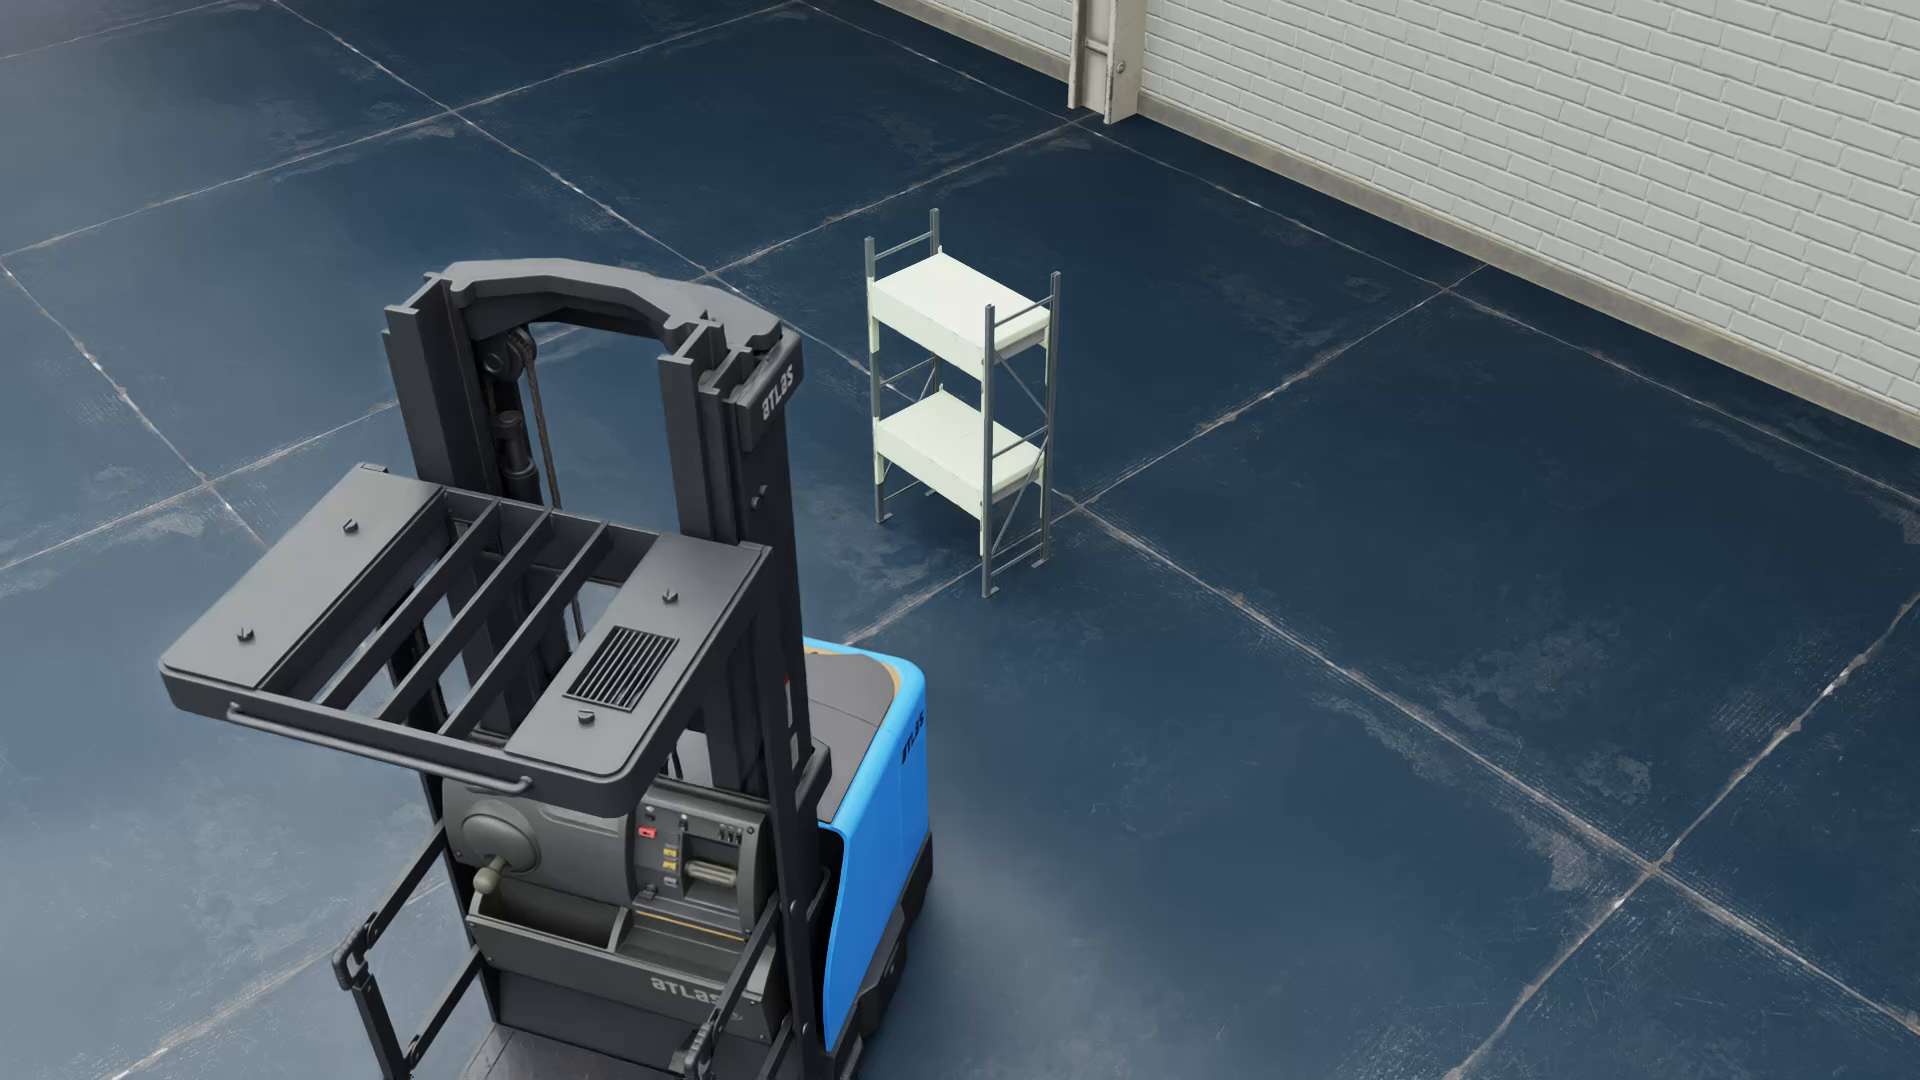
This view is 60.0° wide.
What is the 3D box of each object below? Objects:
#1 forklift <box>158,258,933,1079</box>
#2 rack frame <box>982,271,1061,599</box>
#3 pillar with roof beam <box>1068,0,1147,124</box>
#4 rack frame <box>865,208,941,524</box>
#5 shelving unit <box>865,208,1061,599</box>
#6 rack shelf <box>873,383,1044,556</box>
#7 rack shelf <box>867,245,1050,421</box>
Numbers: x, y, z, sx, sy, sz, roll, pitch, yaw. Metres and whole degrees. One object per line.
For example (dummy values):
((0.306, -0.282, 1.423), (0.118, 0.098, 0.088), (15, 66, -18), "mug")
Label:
((-1.033, 0.893, 4.311), (1.130, 2.935, 3.031), (11, 40, 14), "forklift")
((0.252, -0.411, 7.065), (0.400, 1.500, 0.023), (-30, 48, -32), "rack frame")
((-2.186, -4.631, 6.322), (9.100, 9.000, 0.400), (-30, 48, -32), "pillar with roof beam")
((-0.243, -0.750, 7.485), (0.400, 1.500, 0.023), (-30, 48, -32), "rack frame")
((0.005, -0.580, 7.275), (0.431, 1.500, 0.755), (-30, 48, -32), "shelving unit")
((0.005, -0.327, 7.480), (0.431, 0.370, 0.720), (-30, 48, -32), "rack shelf")
((0.005, -0.884, 7.030), (0.431, 0.370, 0.720), (-30, 48, -32), "rack shelf")
